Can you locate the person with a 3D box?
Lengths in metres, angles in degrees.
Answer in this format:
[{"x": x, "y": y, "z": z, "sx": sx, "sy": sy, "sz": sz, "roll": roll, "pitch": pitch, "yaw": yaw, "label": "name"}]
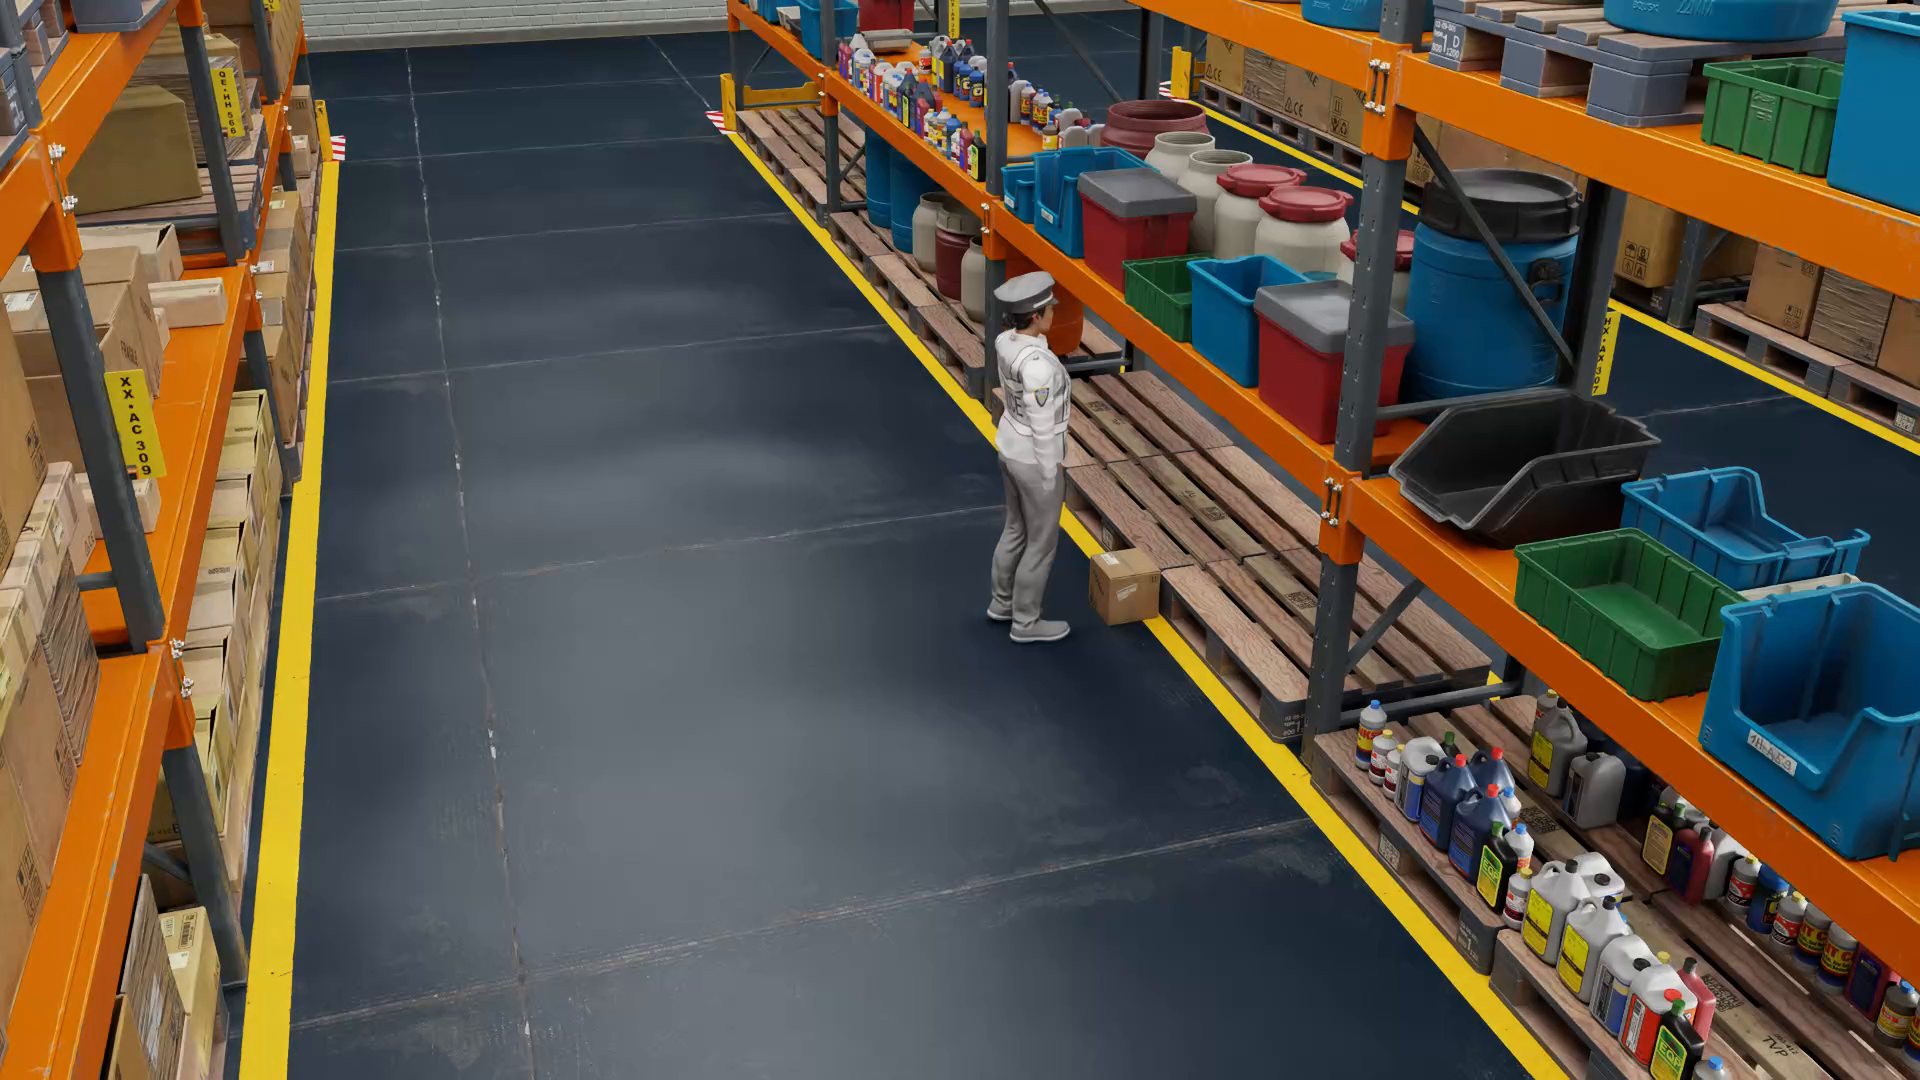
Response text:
[{"x": 0.317, "y": -0.351, "z": 7.325, "sx": 0.343, "sy": 1.701, "sz": 0.464, "roll": -8, "pitch": 27, "yaw": -15, "label": "person"}]
